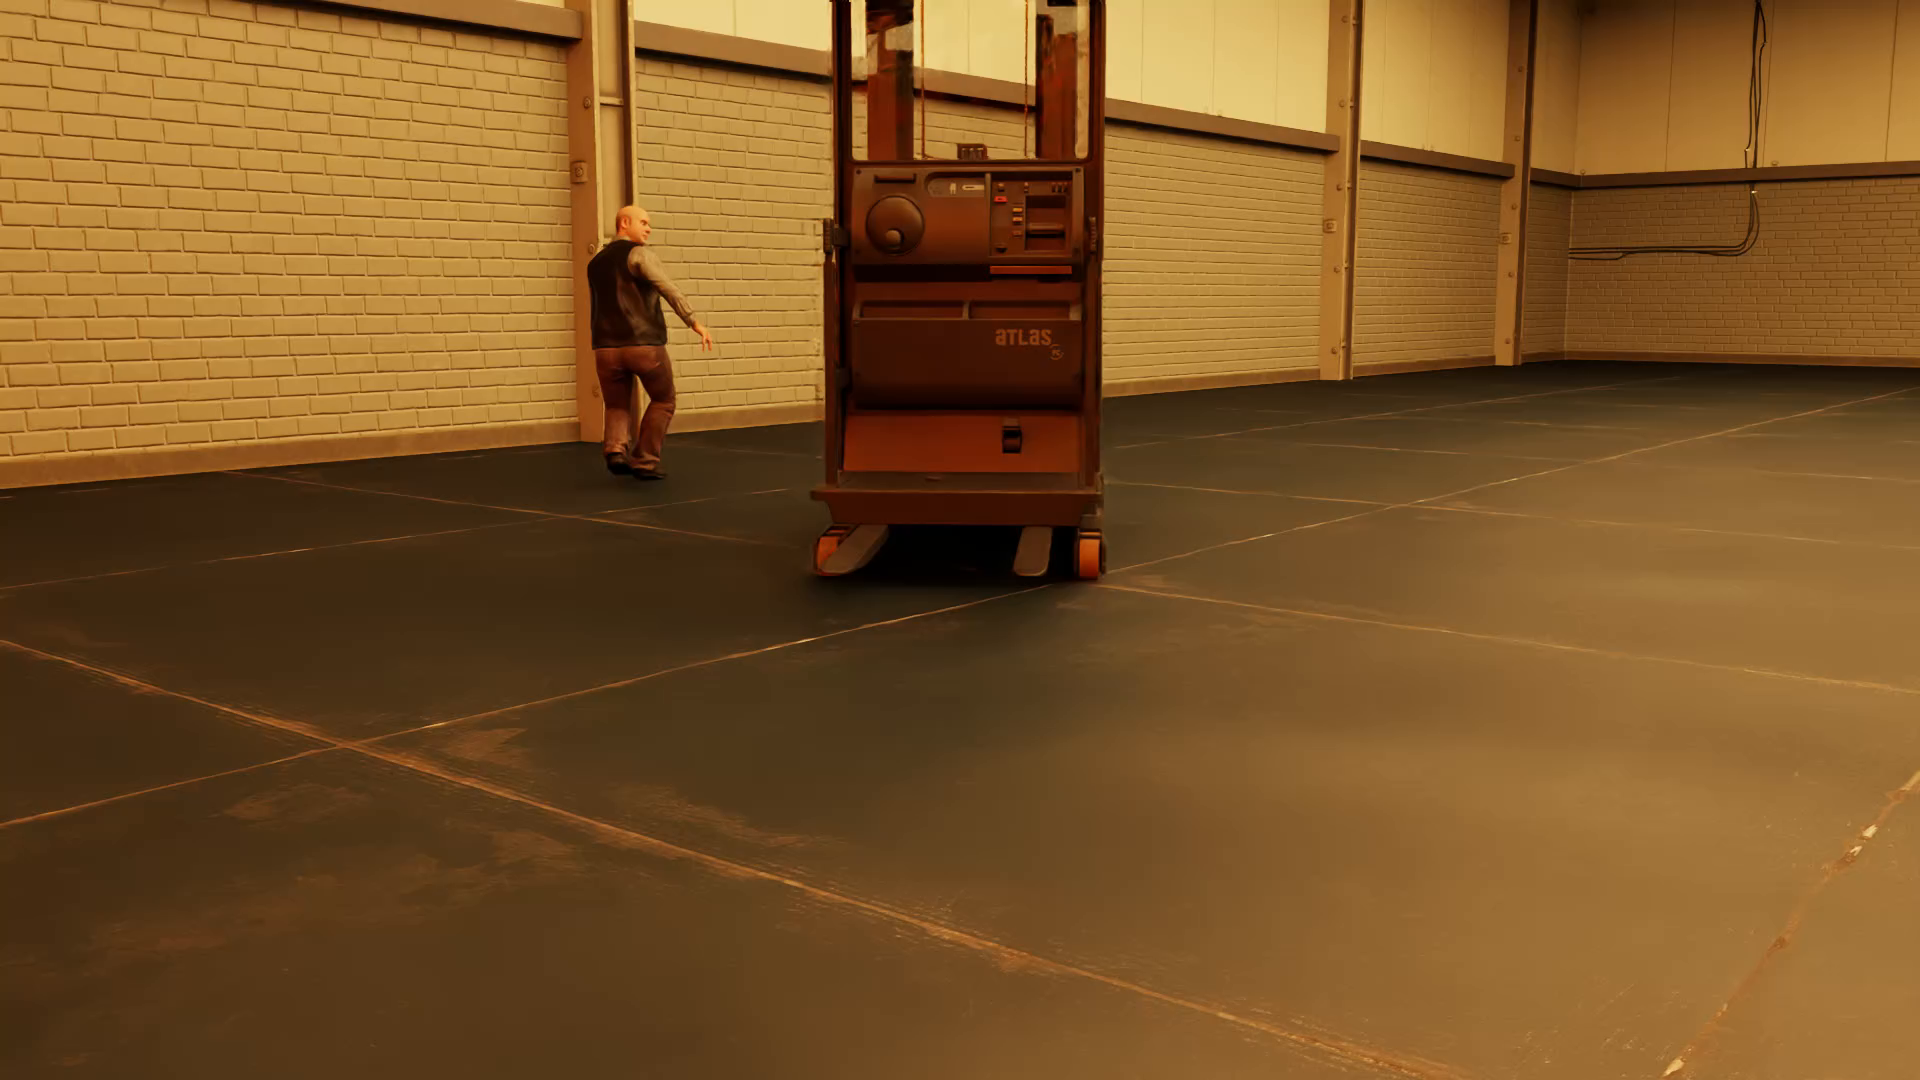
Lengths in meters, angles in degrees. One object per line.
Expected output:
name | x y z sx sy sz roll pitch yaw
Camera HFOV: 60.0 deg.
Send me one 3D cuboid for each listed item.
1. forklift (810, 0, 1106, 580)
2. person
forklift | 0.017 -1.343 6.458 1.130 2.935 3.031 1 8 4
person | -1.788 -1.130 9.648 0.857 1.595 0.815 3 9 19
